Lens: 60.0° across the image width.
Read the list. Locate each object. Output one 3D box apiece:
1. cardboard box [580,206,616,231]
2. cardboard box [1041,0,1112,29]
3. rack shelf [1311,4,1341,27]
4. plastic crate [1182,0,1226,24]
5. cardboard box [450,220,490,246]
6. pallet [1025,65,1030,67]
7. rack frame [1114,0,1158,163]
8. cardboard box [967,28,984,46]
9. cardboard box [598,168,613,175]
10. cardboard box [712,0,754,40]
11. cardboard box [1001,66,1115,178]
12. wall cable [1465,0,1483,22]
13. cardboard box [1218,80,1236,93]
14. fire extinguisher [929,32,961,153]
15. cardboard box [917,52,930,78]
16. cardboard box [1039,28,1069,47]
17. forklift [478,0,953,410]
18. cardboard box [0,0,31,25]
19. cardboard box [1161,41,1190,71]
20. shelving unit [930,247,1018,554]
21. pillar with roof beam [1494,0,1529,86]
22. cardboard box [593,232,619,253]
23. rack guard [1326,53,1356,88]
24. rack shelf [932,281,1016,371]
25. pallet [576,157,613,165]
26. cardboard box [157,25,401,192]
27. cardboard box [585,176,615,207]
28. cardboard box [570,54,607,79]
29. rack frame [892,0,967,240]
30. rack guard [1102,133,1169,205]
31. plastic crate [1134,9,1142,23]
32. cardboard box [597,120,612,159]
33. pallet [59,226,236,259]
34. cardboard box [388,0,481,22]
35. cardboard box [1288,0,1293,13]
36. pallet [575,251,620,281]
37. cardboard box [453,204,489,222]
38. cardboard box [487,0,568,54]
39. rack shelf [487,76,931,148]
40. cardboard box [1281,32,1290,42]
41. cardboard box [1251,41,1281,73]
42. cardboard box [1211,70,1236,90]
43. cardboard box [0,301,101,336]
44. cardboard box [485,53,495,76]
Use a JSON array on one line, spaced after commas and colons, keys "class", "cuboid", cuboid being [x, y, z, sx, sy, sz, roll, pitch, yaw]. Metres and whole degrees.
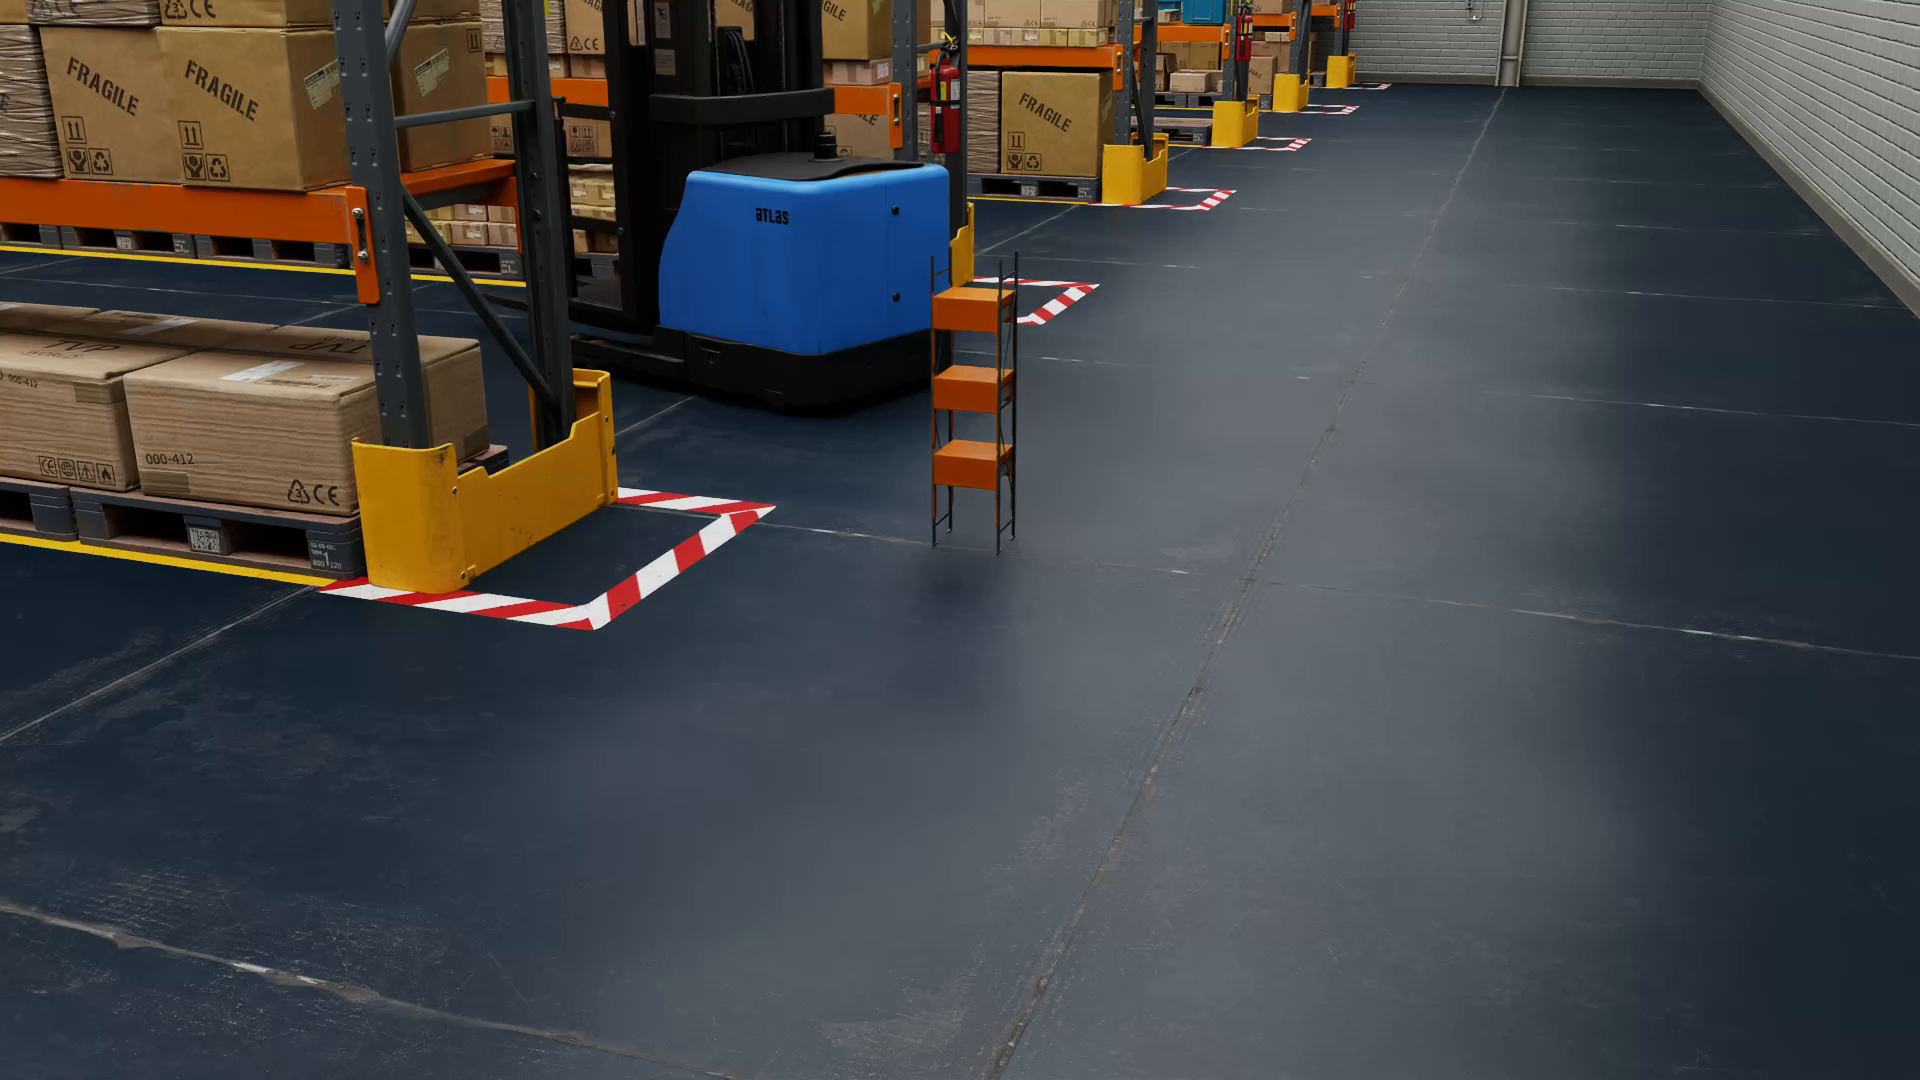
[{"class": "cardboard box", "cuboid": [-2.256, -2.104, 10.796, 0.250, 0.149, 0.380, 7, 20, 19]}, {"class": "cardboard box", "cuboid": [1.005, -4.552, 14.353, 0.500, 0.250, 0.500, 6, 20, 17]}, {"class": "rack shelf", "cuboid": [4.537, -9.009, 28.457, 4.000, 0.370, 1.077, 7, 20, 18]}, {"class": "plastic crate", "cuboid": [2.798, -6.075, 18.803, 0.499, 0.435, 0.616, 7, 20, 18]}, {"class": "cardboard box", "cuboid": [-3.210, -2.087, 11.198, 0.250, 0.149, 0.380, 6, 20, 18]}, {"class": "pallet", "cuboid": [0.738, -8.439, 29.966, 1.213, 0.211, 1.003, 7, 20, 18]}, {"class": "rack frame", "cuboid": [1.550, -4.512, 14.464, 0.127, 3.000, 1.000, 7, 20, 18]}, {"class": "cardboard box", "cuboid": [0.140, -4.440, 14.637, 0.250, 0.149, 0.380, 6, 20, 17]}, {"class": "cardboard box", "cuboid": [-2.274, -2.471, 11.396, 0.250, 0.149, 0.380, 6, 20, 16]}, {"class": "cardboard box", "cuboid": [-1.167, -3.194, 10.079, 0.500, 0.500, 0.500, 6, 20, 17]}, {"class": "cardboard box", "cuboid": [0.919, -3.752, 14.871, 0.875, 0.875, 0.875, 7, 20, 18]}, {"class": "wall cable", "cuboid": [7.946, -9.768, 27.998, 1.851, 1.984, 0.084, 7, 20, 18]}, {"class": "cardboard box", "cuboid": [3.857, -6.516, 23.847, 0.250, 0.166, 0.380, 7, 20, 18]}, {"class": "fire extinguisher", "cuboid": [-0.087, -2.598, 9.655, 0.183, 0.674, 0.296, 7, 20, 18]}, {"class": "cardboard box", "cuboid": [-0.372, -2.999, 10.505, 0.250, 0.149, 0.380, 6, 20, 18]}, {"class": "cardboard box", "cuboid": [0.859, -4.357, 14.401, 0.250, 0.149, 0.380, 7, 20, 19]}, {"class": "forklift", "cuboid": [-1.481, -2.368, 8.417, 3.031, 2.935, 1.130, 16, 25, 38]}, {"class": "cardboard box", "cuboid": [-3.205, -2.030, 5.672, 0.500, 0.500, 0.500, 6, 20, 18]}, {"class": "cardboard box", "cuboid": [3.794, -8.415, 28.819, 0.500, 0.500, 0.700, 6, 20, 18]}, {"class": "shelving unit", "cuboid": [0.051, -0.490, 5.887, 0.252, 1.050, 0.215, 7, 20, 18]}, {"class": "pillar with roof beam", "cuboid": [7.848, -10.604, 22.826, 0.400, 9.000, 9.100, 7, 20, 18]}, {"class": "cardboard box", "cuboid": [-2.201, -1.994, 10.932, 0.250, 0.149, 0.380, 7, 20, 20]}, {"class": "rack guard", "cuboid": [6.449, -7.950, 28.123, 0.348, 0.500, 1.175, 7, 20, 18]}, {"class": "rack shelf", "cuboid": [0.051, -0.748, 5.797, 0.240, 0.259, 0.215, 7, 20, 18]}, {"class": "pallet", "cuboid": [-2.982, -3.688, 16.334, 1.213, 0.211, 1.003, 7, 20, 18]}, {"class": "cardboard box", "cuboid": [-2.245, -1.448, 5.521, 0.500, 0.500, 0.500, 7, 20, 18]}, {"class": "cardboard box", "cuboid": [-2.227, -2.268, 10.814, 0.250, 0.149, 0.380, 7, 20, 18]}, {"class": "cardboard box", "cuboid": [-2.263, -3.020, 10.566, 0.250, 0.149, 0.380, 7, 21, 20]}, {"class": "rack frame", "cuboid": [-0.173, -2.981, 10.071, 0.127, 3.000, 1.000, 7, 20, 18]}, {"class": "rack guard", "cuboid": [1.572, -3.329, 14.868, 0.348, 0.500, 1.175, 7, 20, 18]}, {"class": "plastic crate", "cuboid": [2.076, -6.024, 19.109, 0.243, 0.136, 0.396, 7, 20, 18]}, {"class": "cardboard box", "cuboid": [-2.840, -4.202, 16.164, 0.875, 0.875, 1.225, 7, 20, 18]}, {"class": "pallet", "cuboid": [-5.844, -2.311, 12.386, 1.213, 0.211, 1.003, 7, 20, 18]}, {"class": "cardboard box", "cuboid": [-2.062, -2.091, 5.846, 0.500, 0.500, 0.500, 6, 20, 17]}, {"class": "cardboard box", "cuboid": [4.472, -7.769, 23.655, 0.500, 0.500, 0.500, 7, 20, 19]}, {"class": "pallet", "cuboid": [-2.150, -1.904, 11.217, 1.213, 0.211, 1.003, 7, 20, 18]}, {"class": "cardboard box", "cuboid": [-3.204, -2.252, 11.222, 0.250, 0.149, 0.380, 6, 20, 18]}, {"class": "cardboard box", "cuboid": [-2.633, -3.352, 10.532, 0.500, 0.500, 0.500, 6, 20, 17]}, {"class": "rack shelf", "cuboid": [-2.063, -2.857, 10.809, 4.000, 0.370, 1.077, 7, 20, 18]}, {"class": "cardboard box", "cuboid": [5.551, -8.459, 27.959, 0.250, 0.149, 0.380, 6, 20, 17]}, {"class": "cardboard box", "cuboid": [5.260, -8.249, 28.344, 0.500, 0.500, 0.700, 6, 20, 18]}, {"class": "cardboard box", "cuboid": [3.911, -6.702, 24.256, 0.500, 0.250, 0.500, 7, 20, 18]}, {"class": "cardboard box", "cuboid": [-4.077, -0.654, 6.649, 0.875, 0.438, 0.875, 6, 20, 16]}, {"class": "cardboard box", "cuboid": [-2.999, -3.114, 10.833, 0.250, 0.149, 0.380, 6, 20, 16]}]
